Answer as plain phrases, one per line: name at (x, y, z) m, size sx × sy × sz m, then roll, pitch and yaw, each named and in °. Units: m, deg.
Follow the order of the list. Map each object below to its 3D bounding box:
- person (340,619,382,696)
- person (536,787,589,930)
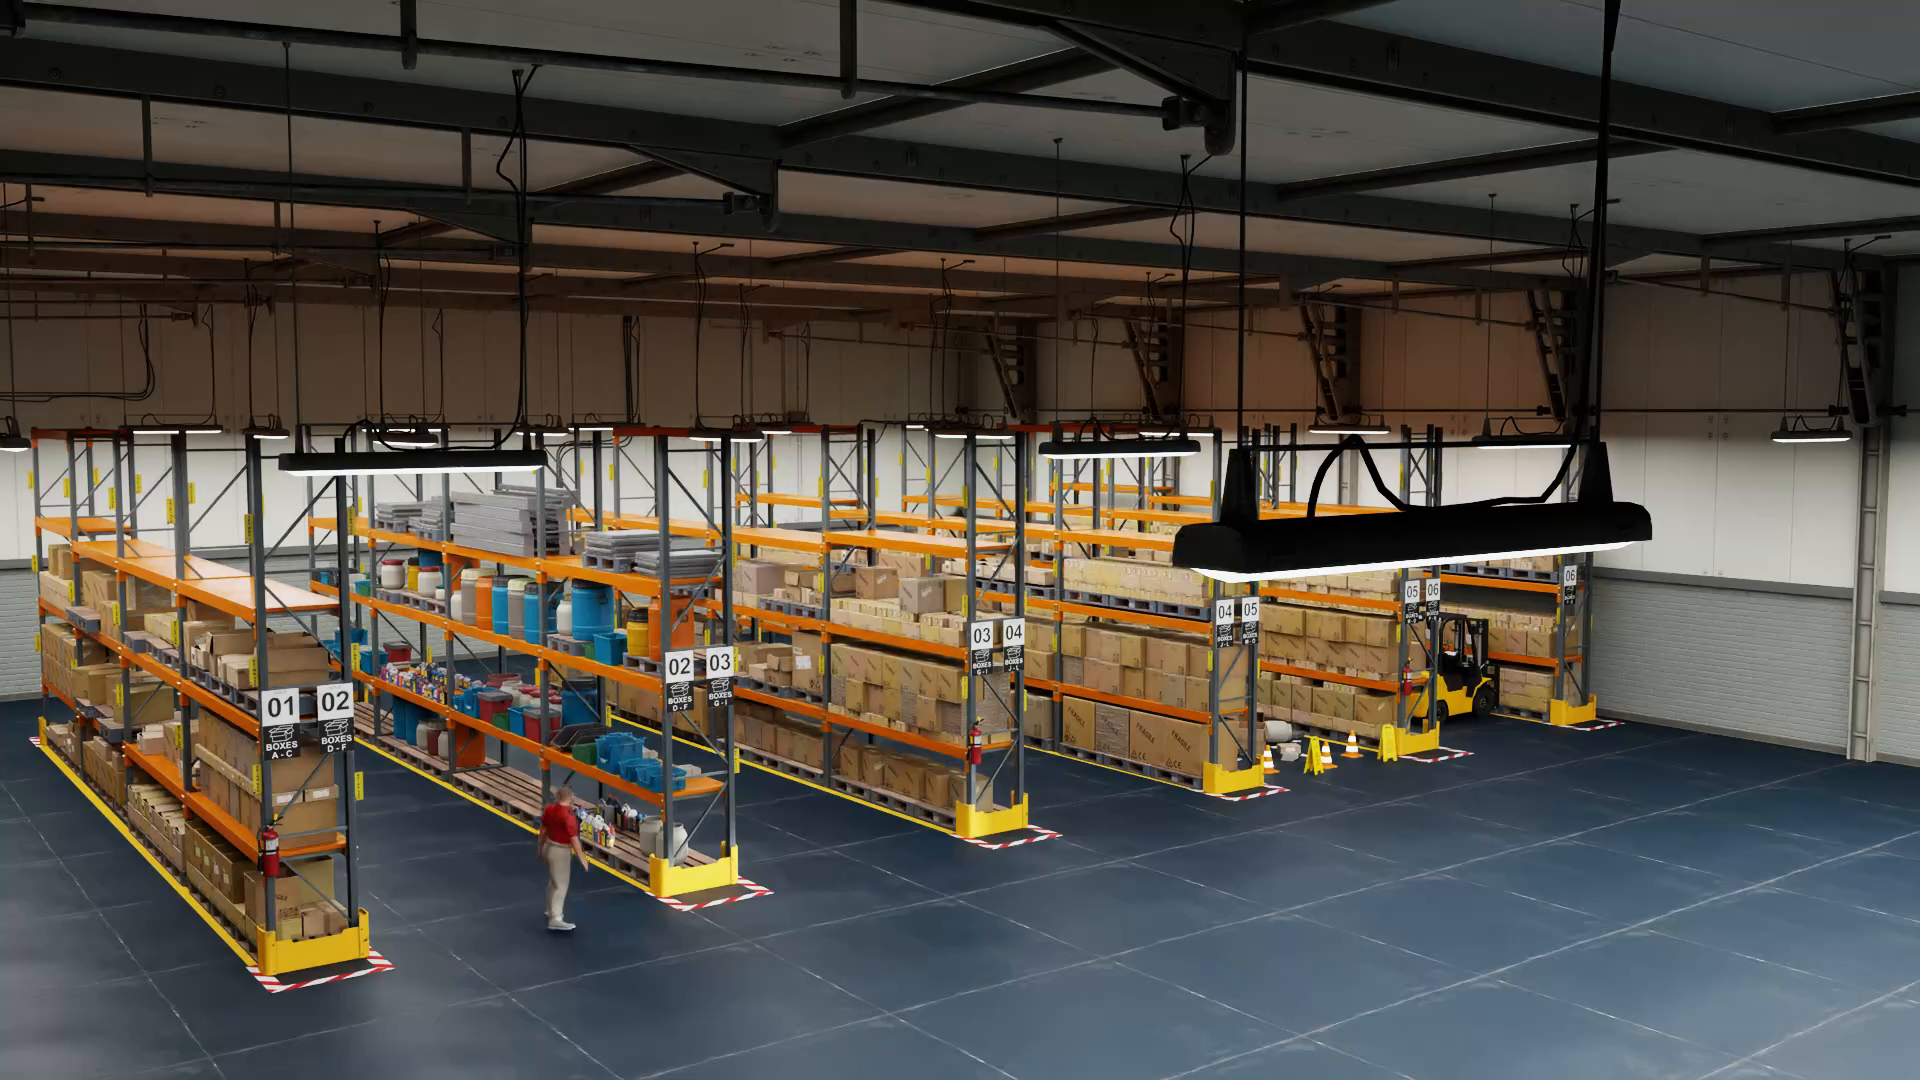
person at (-13.270, 2.580, 36.641) m, size 1.078 × 1.720 × 0.522 m, roll 2°, pitch 5°, yaw 27°
person at (-4.909, 3.890, 20.428) m, size 0.494 × 1.755 × 0.686 m, roll -4°, pitch 6°, yaw -38°
